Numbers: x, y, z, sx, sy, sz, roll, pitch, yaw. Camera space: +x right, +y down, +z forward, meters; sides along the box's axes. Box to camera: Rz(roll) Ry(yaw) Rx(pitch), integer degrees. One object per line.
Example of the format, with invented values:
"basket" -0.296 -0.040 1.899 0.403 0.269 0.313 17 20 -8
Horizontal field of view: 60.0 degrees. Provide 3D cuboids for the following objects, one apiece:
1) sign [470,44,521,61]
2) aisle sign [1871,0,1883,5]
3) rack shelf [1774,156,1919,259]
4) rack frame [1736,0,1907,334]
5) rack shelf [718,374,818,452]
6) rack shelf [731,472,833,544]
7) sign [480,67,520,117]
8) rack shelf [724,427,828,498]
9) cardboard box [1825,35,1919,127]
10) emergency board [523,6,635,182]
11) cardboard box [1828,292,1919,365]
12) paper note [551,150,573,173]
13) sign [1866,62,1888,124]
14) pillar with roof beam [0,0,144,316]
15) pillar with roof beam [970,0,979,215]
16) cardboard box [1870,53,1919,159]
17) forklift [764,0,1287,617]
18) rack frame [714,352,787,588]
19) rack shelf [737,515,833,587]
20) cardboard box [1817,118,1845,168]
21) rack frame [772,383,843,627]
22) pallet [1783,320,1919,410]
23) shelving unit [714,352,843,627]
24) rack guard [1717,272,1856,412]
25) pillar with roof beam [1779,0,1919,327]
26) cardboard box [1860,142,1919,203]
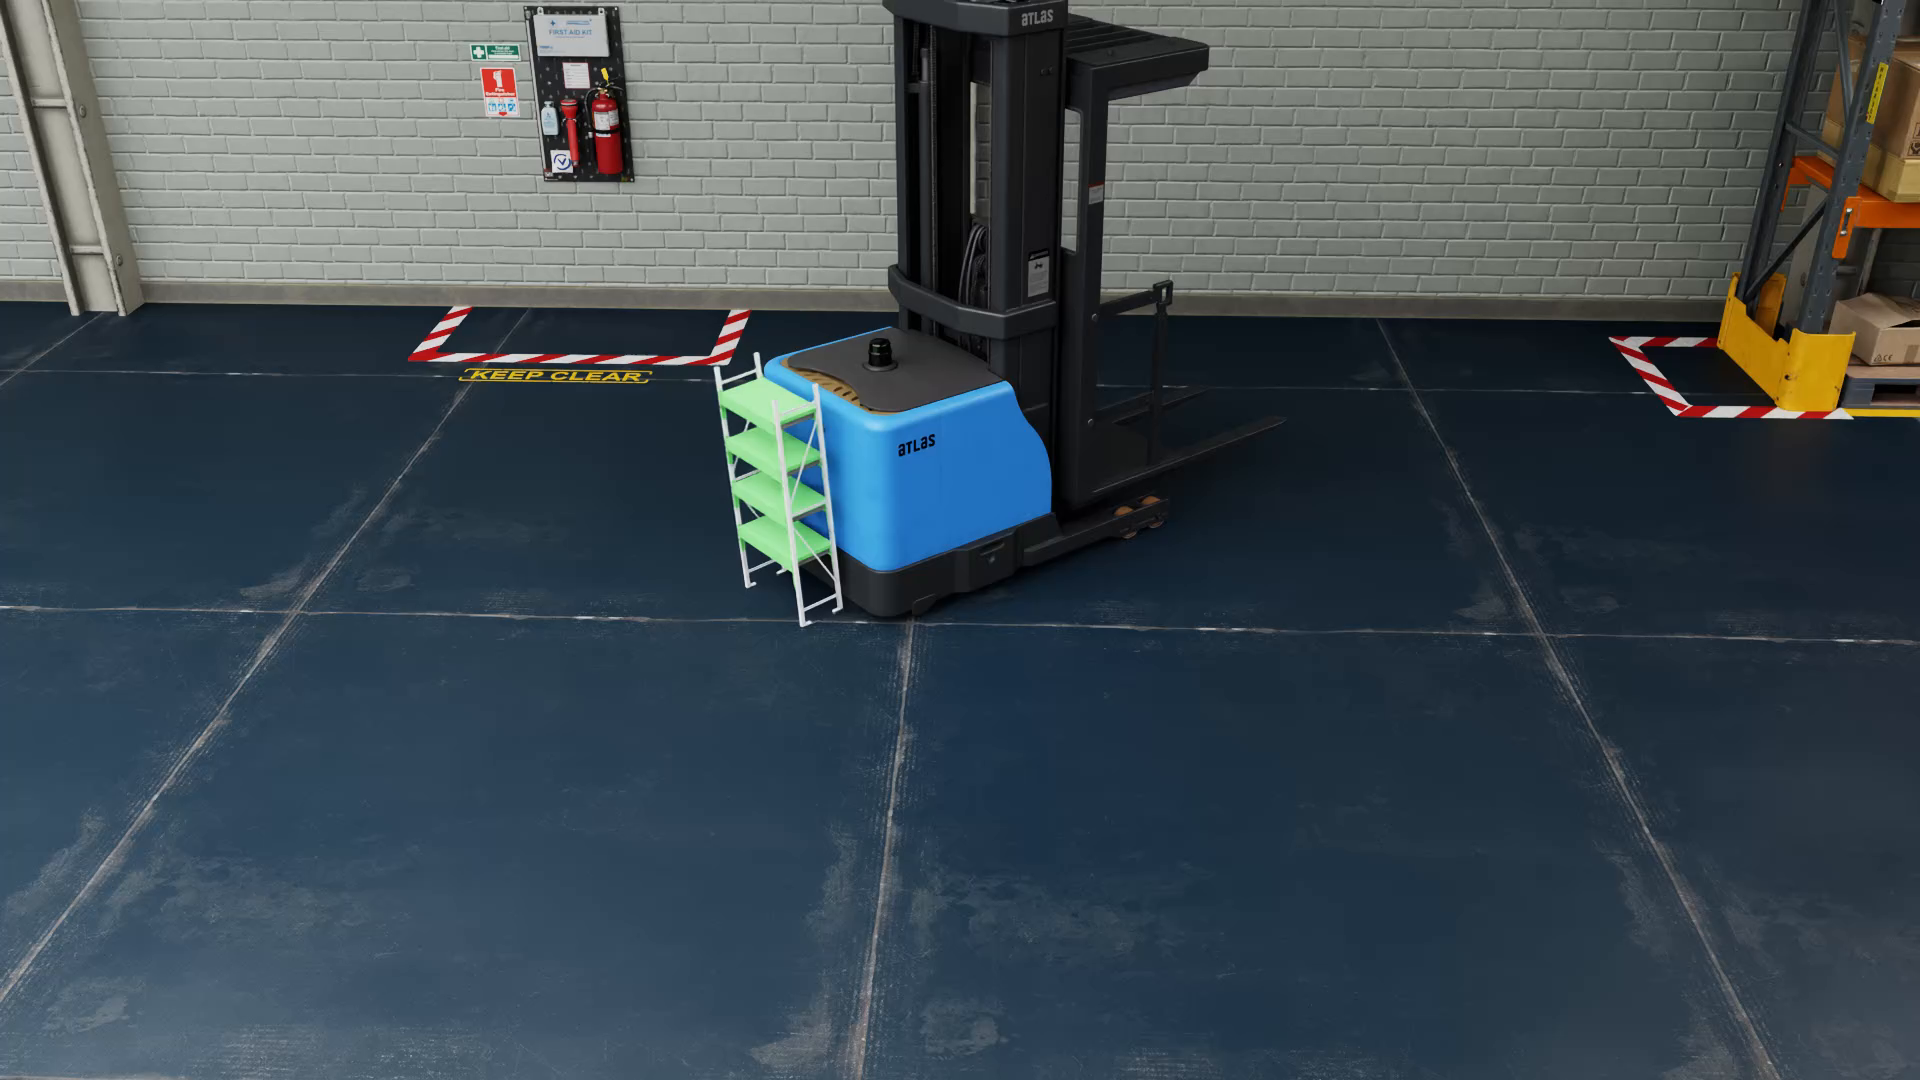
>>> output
"sign" -3.093 -3.245 11.065 0.331 0.109 0.001 1 28 2
"aisle sign" 5.104 -3.400 9.186 0.004 0.787 0.394 1 28 2
"rack shelf" 7.185 -2.040 10.164 4.000 0.370 1.077 1 28 2
"rack frame" 5.187 -2.391 10.058 0.127 3.000 1.000 1 28 2
"rack shelf" -0.878 -0.591 7.678 0.258 0.148 0.480 -25 36 -31
"rack shelf" -0.850 -0.178 7.922 0.258 0.148 0.480 -25 36 -31
"sign" -3.097 -3.015 11.197 0.234 0.329 0.001 1 28 2
"rack shelf" -0.864 -0.384 7.800 0.258 0.148 0.480 -25 36 -31
"cardboard box" 5.665 -2.756 10.085 0.500 0.500 0.500 1 28 1
"emergency board" -2.548 -2.942 11.097 0.643 1.169 0.194 1 28 2
"cardboard box" 5.875 -1.344 10.483 0.500 0.311 0.500 -2 28 -4
"paper note" -2.722 -2.588 11.370 0.142 0.148 0.016 1 28 2
"sign" 5.168 -2.519 9.376 0.005 0.325 0.100 1 28 2
"pillar with roof beam" -6.228 -3.618 5.967 0.400 9.000 9.100 1 28 2
"pillar with roof beam" -0.231 -3.519 5.780 0.400 9.000 9.100 1 28 2
"cardboard box" 5.653 -2.516 9.632 0.500 0.500 0.500 1 28 2
"forklift" 0.495 -1.478 8.408 3.031 2.935 1.130 -20 34 -33
"rack frame" -1.007 -0.322 8.057 0.240 1.200 0.015 -25 36 -31
"rack shelf" -0.837 0.028 8.043 0.258 0.148 0.480 -25 36 -31
"cardboard box" 5.661 -2.416 10.245 0.500 0.250 0.500 1 28 3
"rack frame" -0.701 -0.144 7.721 0.240 1.200 0.015 -25 36 -31
"pallet" 6.073 -1.128 10.652 1.213 0.211 1.003 1 28 2
"shelving unit" -0.854 -0.233 7.889 0.258 1.200 0.503 -25 36 -31
"rack guard" 5.263 -1.285 10.641 0.348 0.500 1.175 1 28 2
"pillar with roof beam" 5.765 -3.420 5.593 0.400 9.000 9.100 1 28 2
"cardboard box" 5.663 -2.177 9.792 0.500 0.250 0.500 0 28 0
